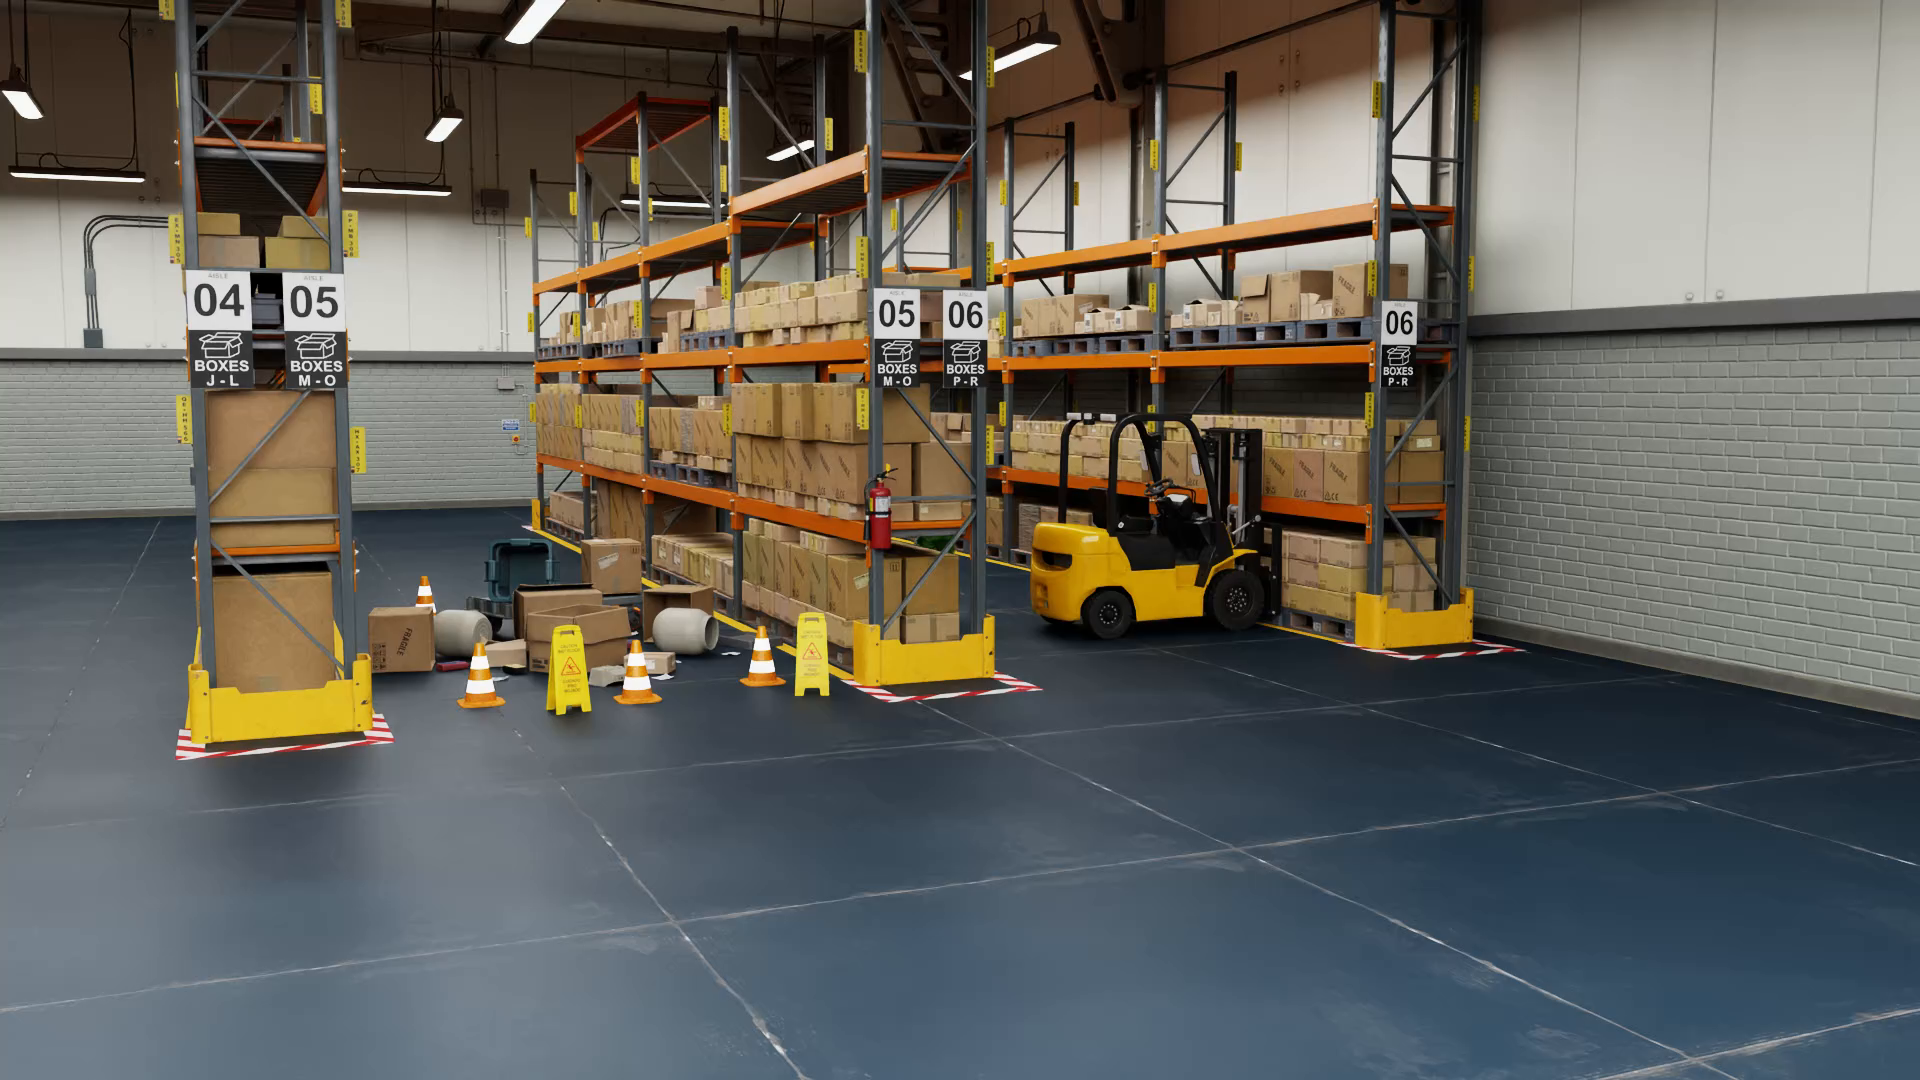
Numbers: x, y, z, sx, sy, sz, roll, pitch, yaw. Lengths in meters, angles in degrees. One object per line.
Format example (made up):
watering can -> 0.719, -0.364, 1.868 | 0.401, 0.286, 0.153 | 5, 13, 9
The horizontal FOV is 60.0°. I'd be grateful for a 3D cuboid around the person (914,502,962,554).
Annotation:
person -> -0.274, -0.091, 17.380 | 0.610, 1.794, 0.406 | -3, 6, -33
